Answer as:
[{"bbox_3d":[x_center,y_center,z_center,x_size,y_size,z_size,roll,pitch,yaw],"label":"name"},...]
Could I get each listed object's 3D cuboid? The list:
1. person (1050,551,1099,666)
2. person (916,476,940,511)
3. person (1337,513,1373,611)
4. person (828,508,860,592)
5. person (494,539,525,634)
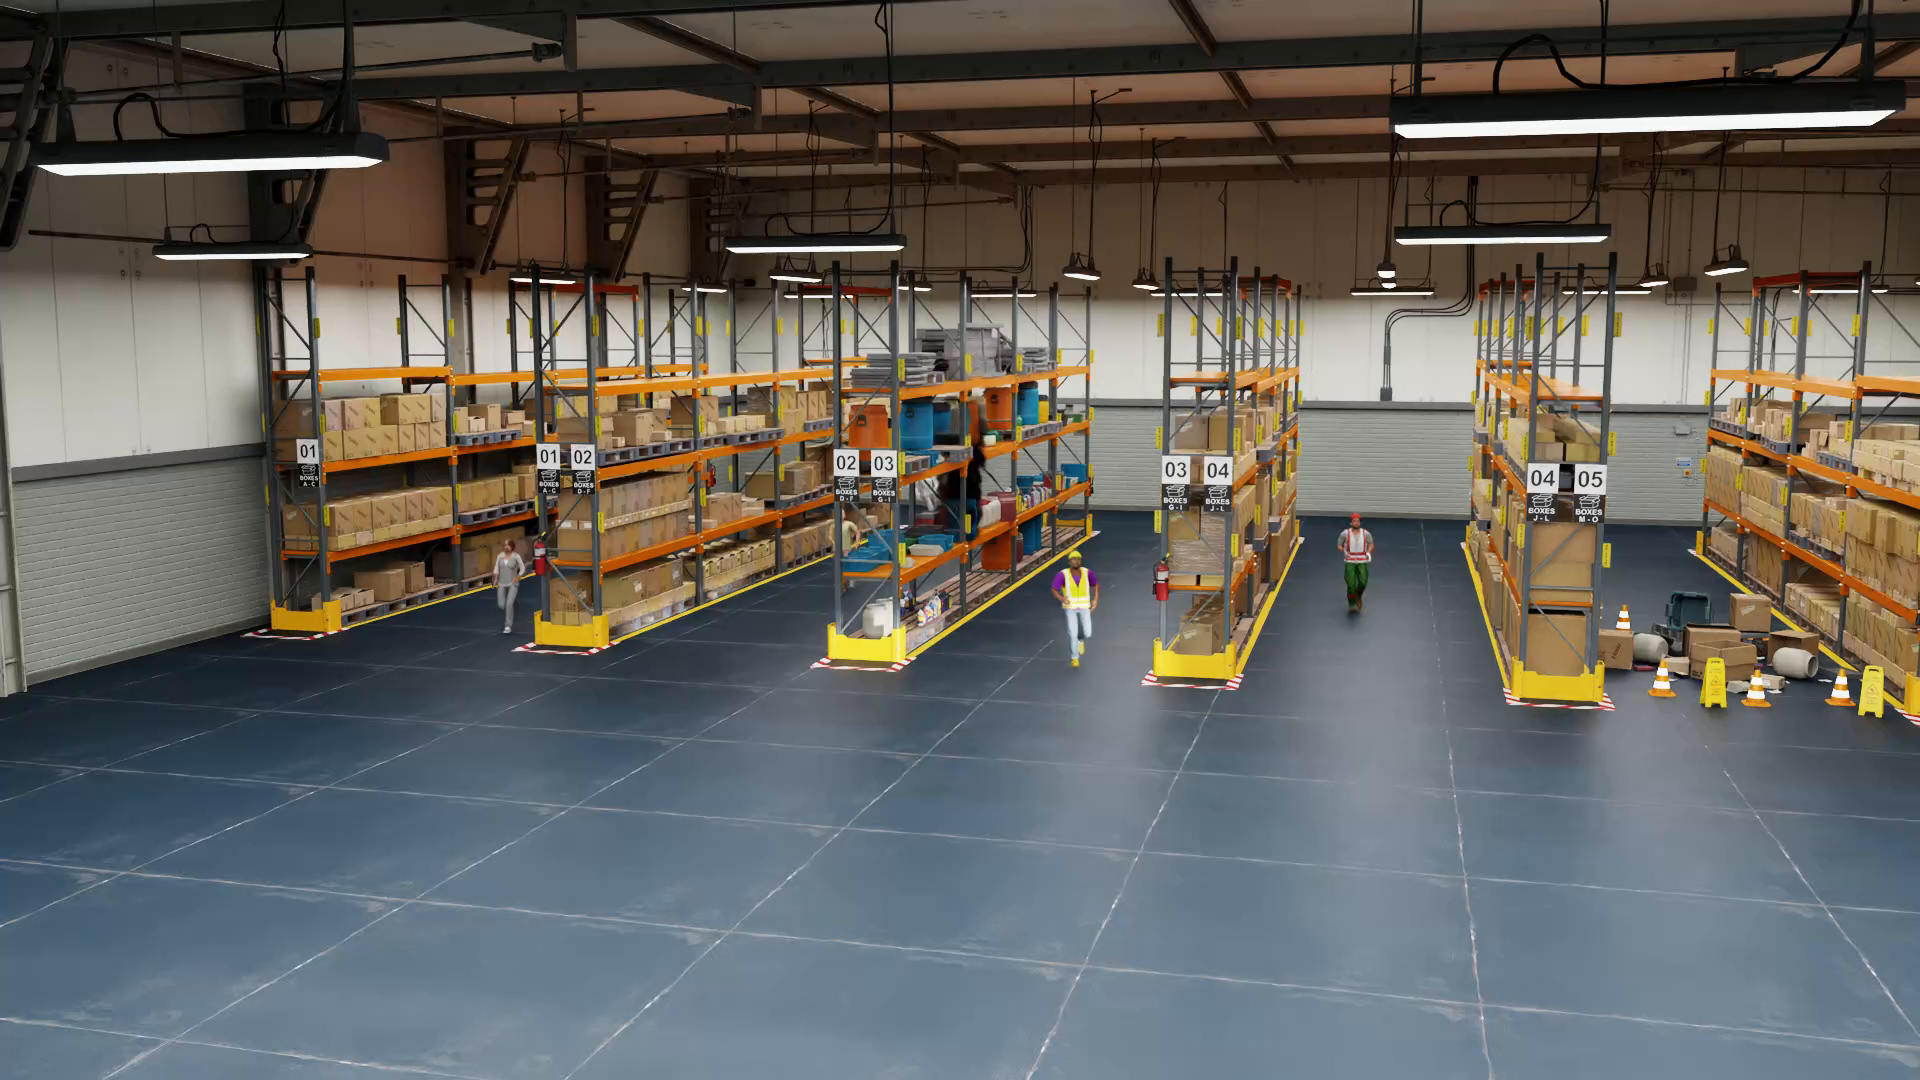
[{"bbox_3d":[1.724,1.015,24.774,0.759,1.718,0.559,-1,7,-10],"label":"person"},{"bbox_3d":[-0.808,-1.112,41.685,0.675,1.650,0.883,-3,8,-20],"label":"person"},{"bbox_3d":[6.994,0.407,29.357,0.644,1.741,0.578,1,7,7],"label":"person"},{"bbox_3d":[-2.219,0.207,31.554,0.589,1.633,0.562,1,7,4],"label":"person"},{"bbox_3d":[-7.463,0.751,27.526,0.520,1.545,0.597,0,7,1],"label":"person"}]
